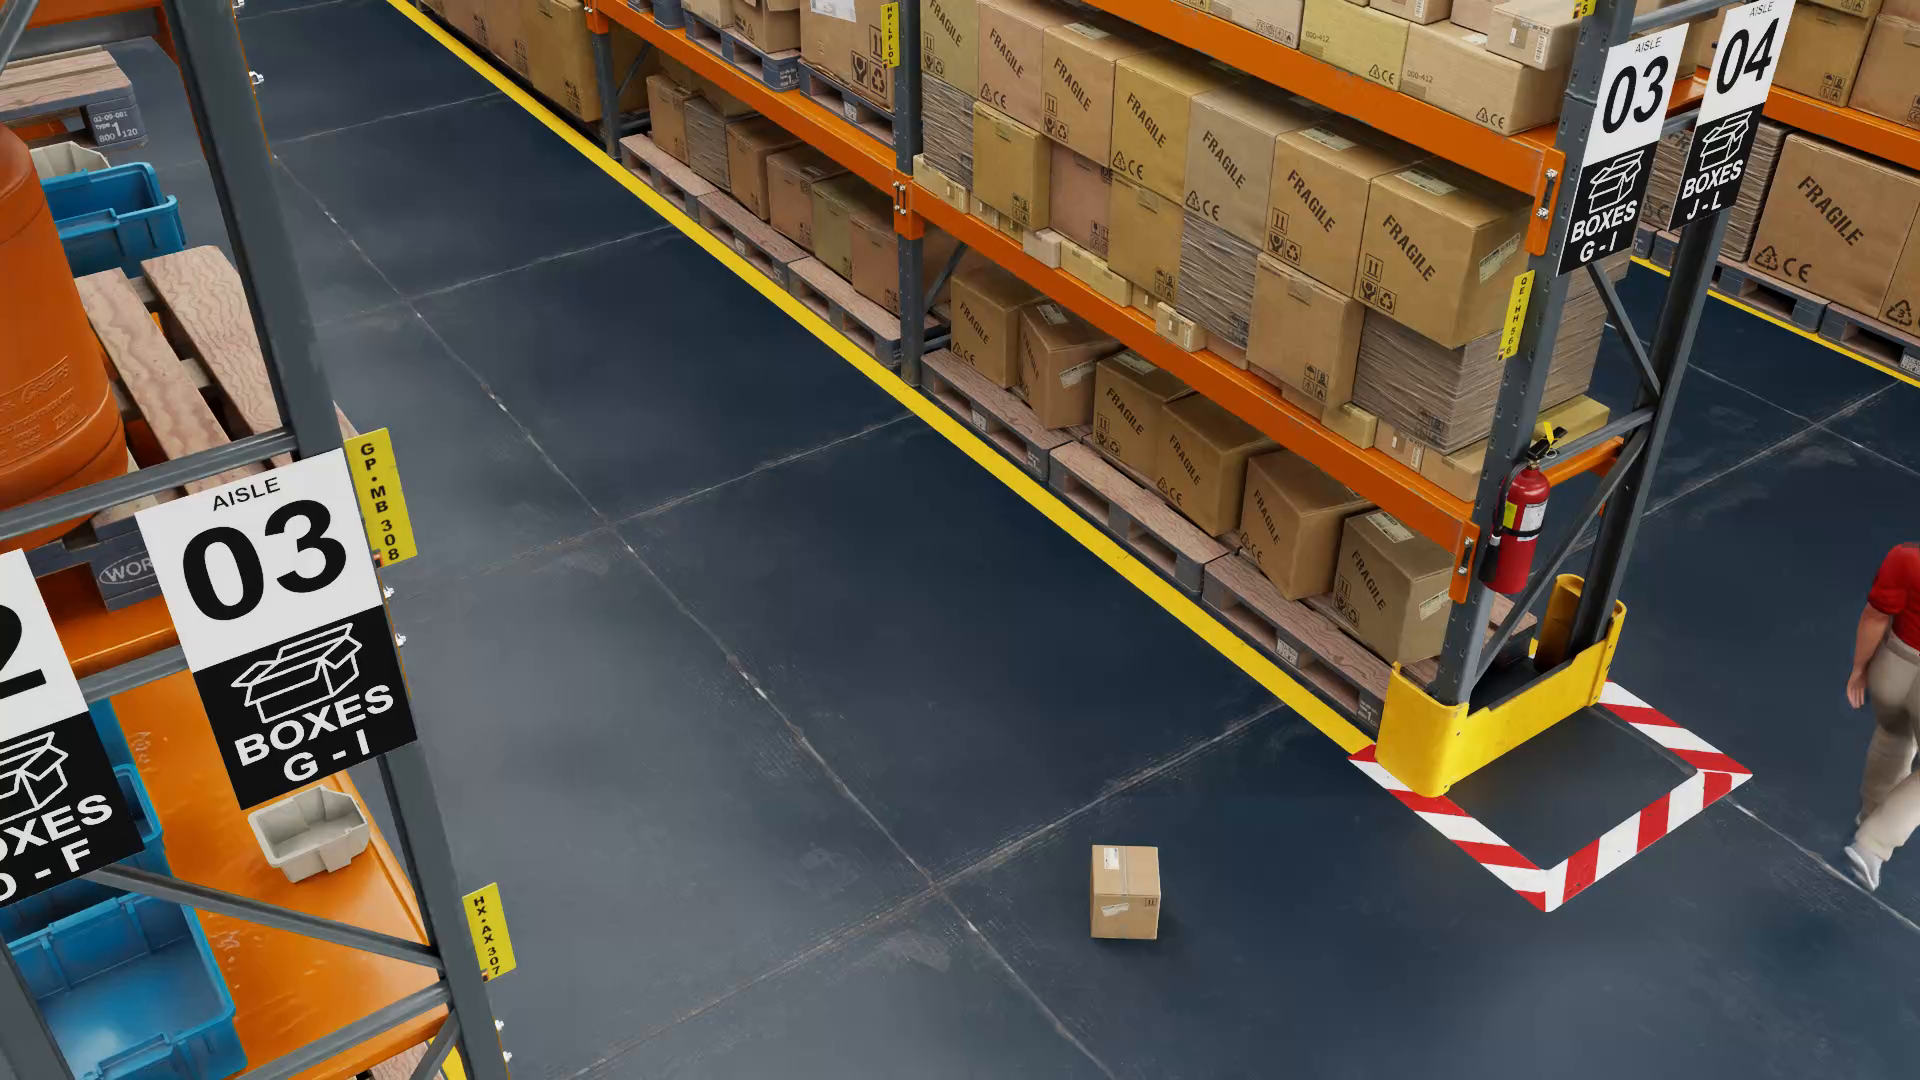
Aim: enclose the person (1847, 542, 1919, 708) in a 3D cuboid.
[{"bbox_3d":[3.661,0.273,6.093,0.351,1.054,0.566,-25,43,-30],"label":"person"}]
